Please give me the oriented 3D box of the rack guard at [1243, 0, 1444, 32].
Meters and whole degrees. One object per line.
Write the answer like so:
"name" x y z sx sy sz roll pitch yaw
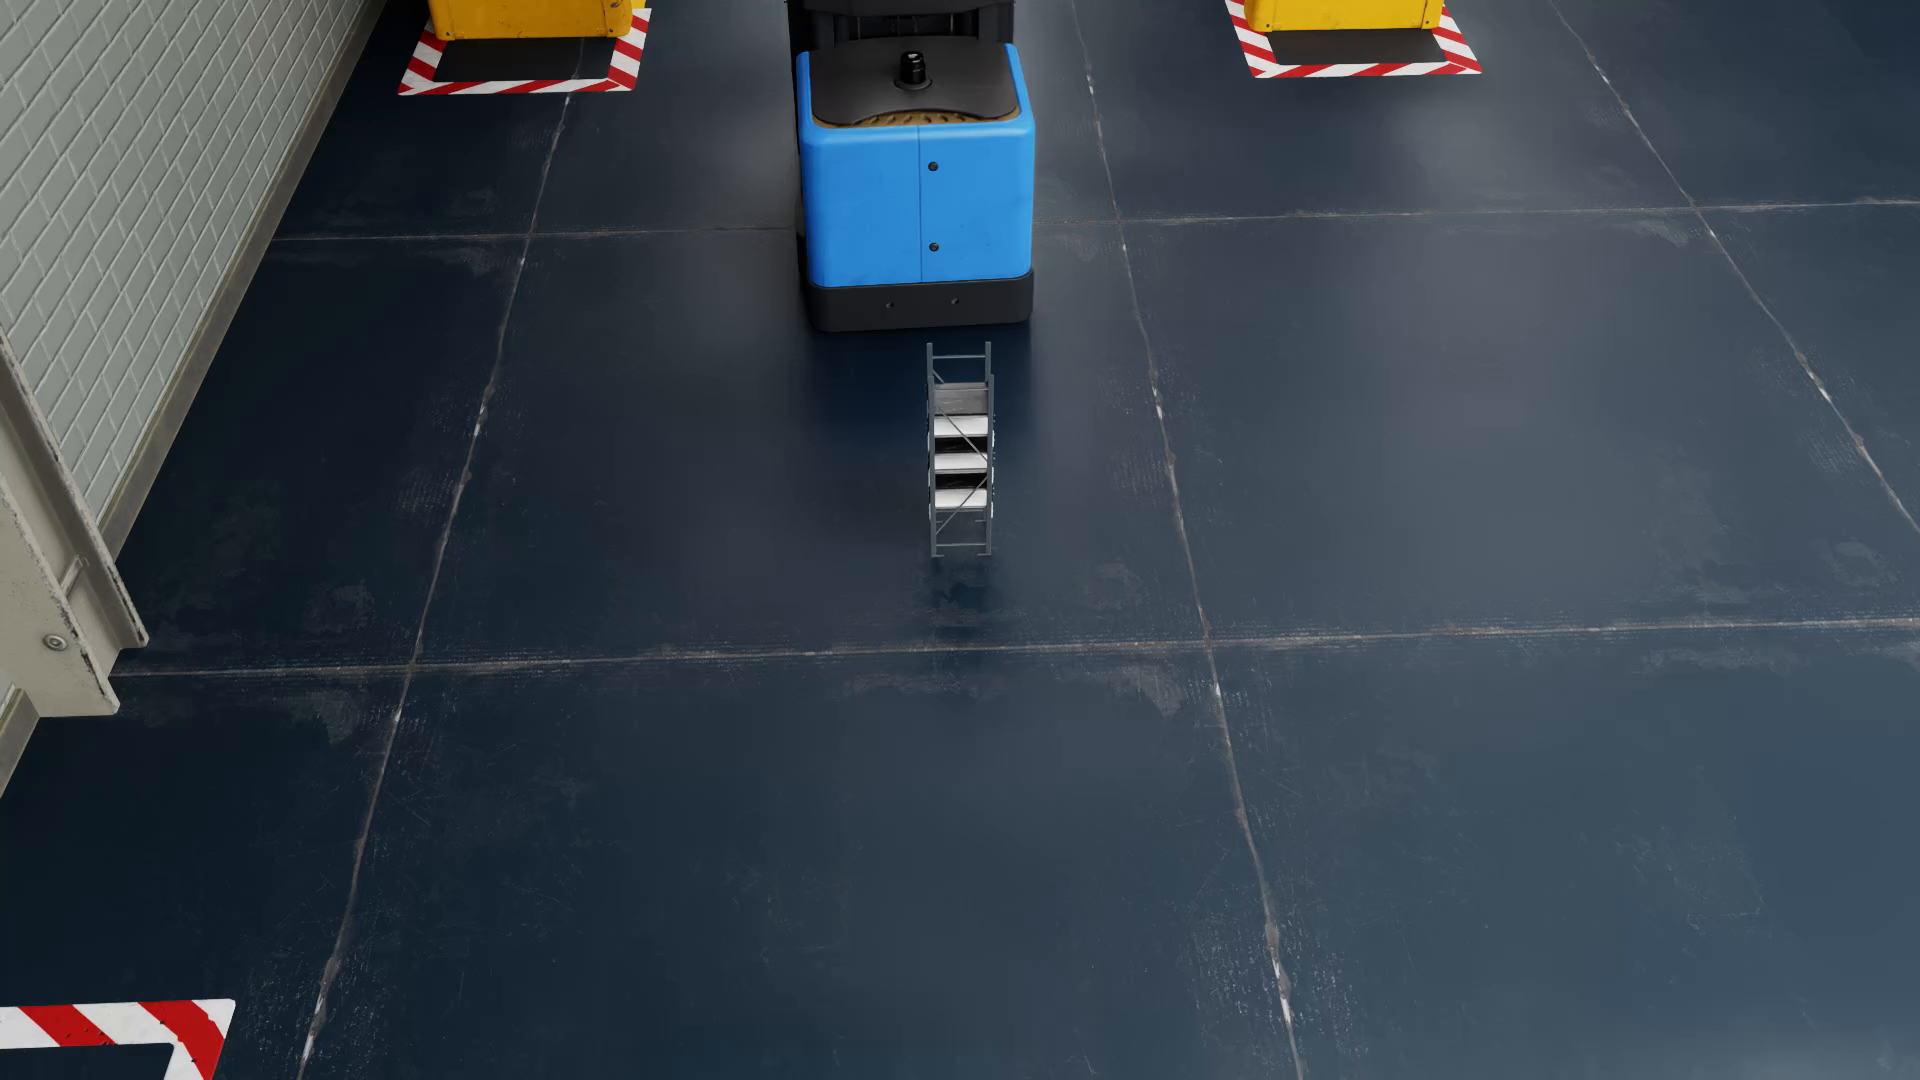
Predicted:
"rack guard" 2.351 -3.410 10.100 1.175 0.500 0.348 -2 43 -2

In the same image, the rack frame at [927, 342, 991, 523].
"rack frame" -0.005 -0.406 6.527 0.240 0.900 0.006 -2 43 -2

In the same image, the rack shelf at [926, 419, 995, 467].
"rack shelf" 0.000 -0.379 6.414 0.258 0.077 0.200 -2 43 -2

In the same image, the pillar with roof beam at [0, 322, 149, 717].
"pillar with roof beam" 1.063 -2.935 3.292 9.100 9.000 0.400 -2 43 -2

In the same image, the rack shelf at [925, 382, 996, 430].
"rack shelf" 0.000 -0.512 6.292 0.258 0.077 0.200 -2 43 -2

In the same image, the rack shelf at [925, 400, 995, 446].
"rack shelf" 0.000 -0.445 6.353 0.258 0.077 0.200 -2 43 -2

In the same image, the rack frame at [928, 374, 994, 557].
"rack frame" 0.004 -0.269 6.377 0.240 0.900 0.006 -2 43 -2

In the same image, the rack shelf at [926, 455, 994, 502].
"rack shelf" 0.000 -0.246 6.535 0.258 0.077 0.200 -2 43 -2

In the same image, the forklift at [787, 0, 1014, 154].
"forklift" -0.297 -3.033 7.890 1.110 2.935 3.031 -3 43 -4

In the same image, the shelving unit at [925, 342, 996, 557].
"shelving unit" 0.000 -0.337 6.452 0.258 0.900 0.210 -2 43 -2

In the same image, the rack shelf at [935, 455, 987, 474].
"rack shelf" 0.000 -0.328 6.461 0.221 0.026 0.190 -2 43 -2

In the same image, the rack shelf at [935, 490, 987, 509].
"rack shelf" 0.000 -0.195 6.582 0.221 0.026 0.190 -2 43 -2
